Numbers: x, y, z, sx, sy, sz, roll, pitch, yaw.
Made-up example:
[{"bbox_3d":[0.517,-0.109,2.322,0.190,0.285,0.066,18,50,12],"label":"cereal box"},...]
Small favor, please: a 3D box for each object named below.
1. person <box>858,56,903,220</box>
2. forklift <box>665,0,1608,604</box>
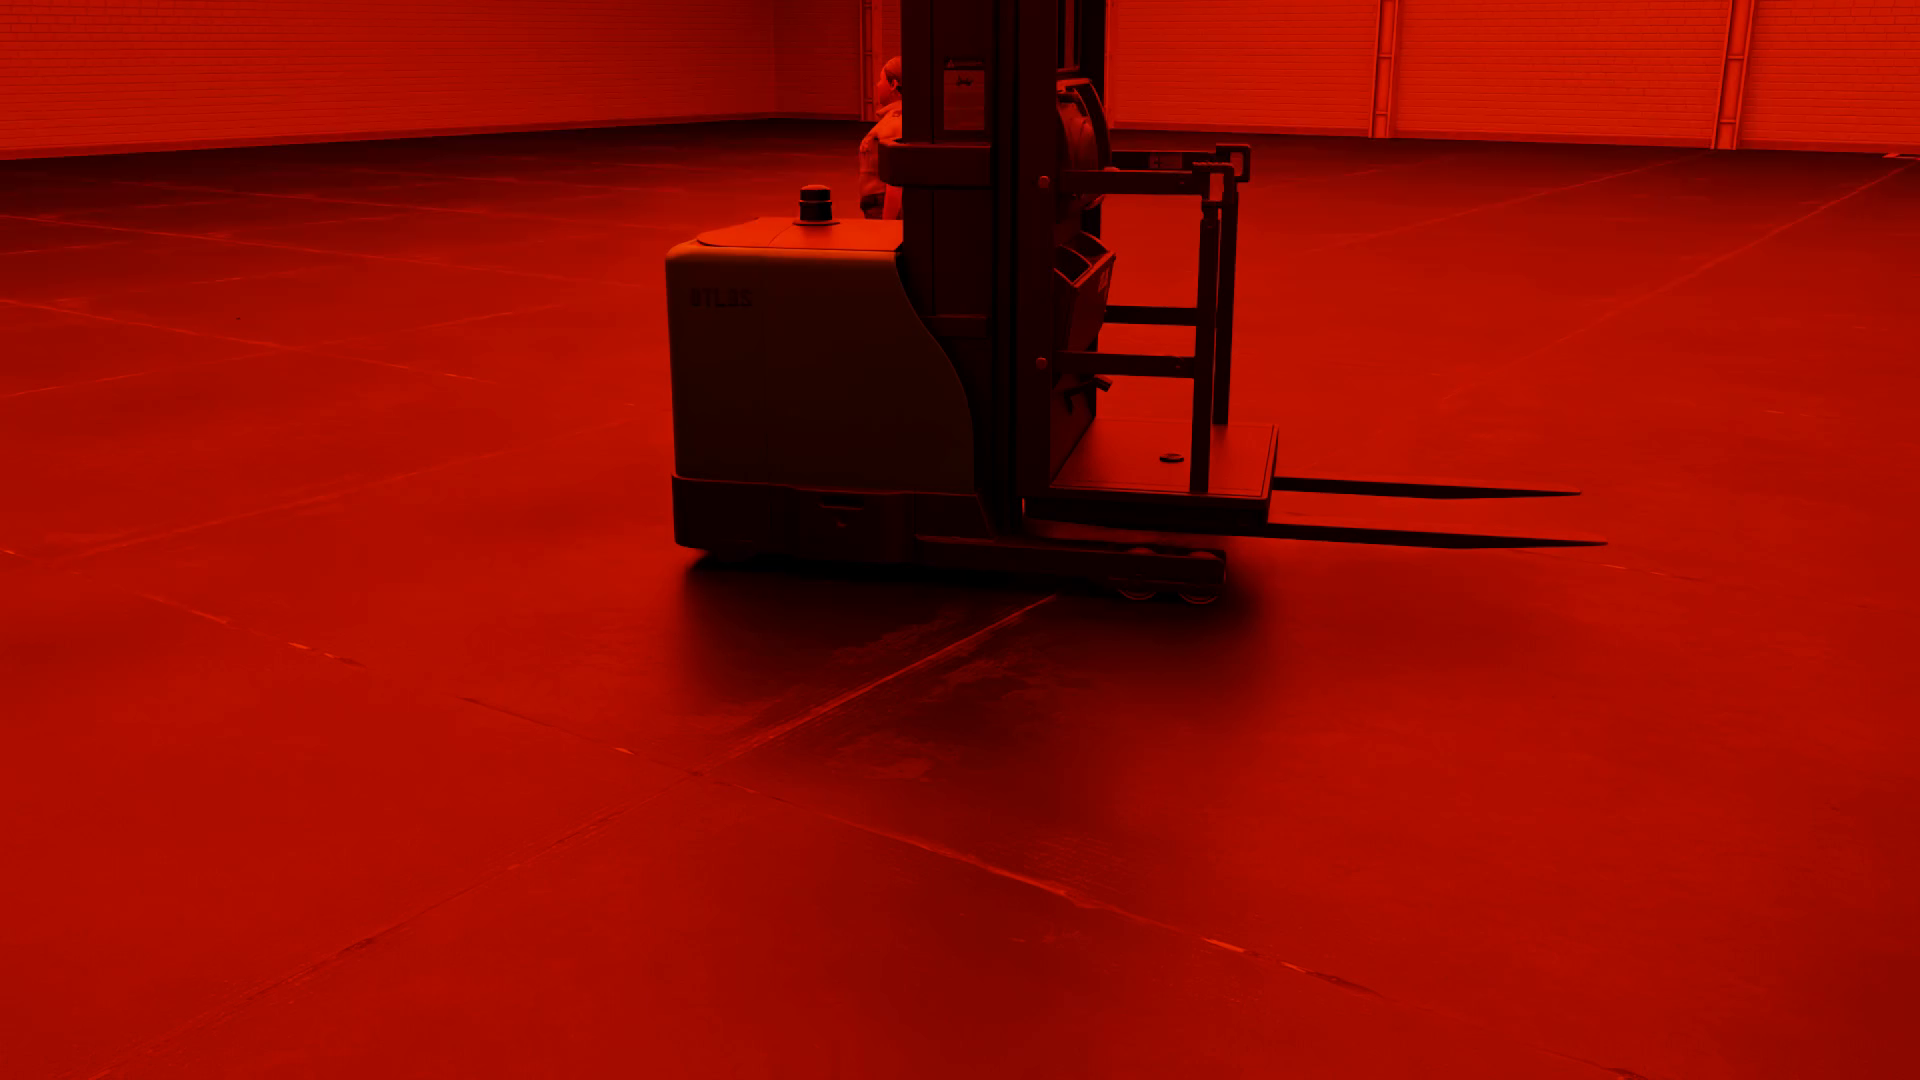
[{"bbox_3d":[-0.324,-1.528,8.195,0.363,1.651,0.471,4,17,14],"label":"person"},{"bbox_3d":[0.595,-1.367,5.404,3.031,2.935,1.130,4,17,12],"label":"forklift"}]
